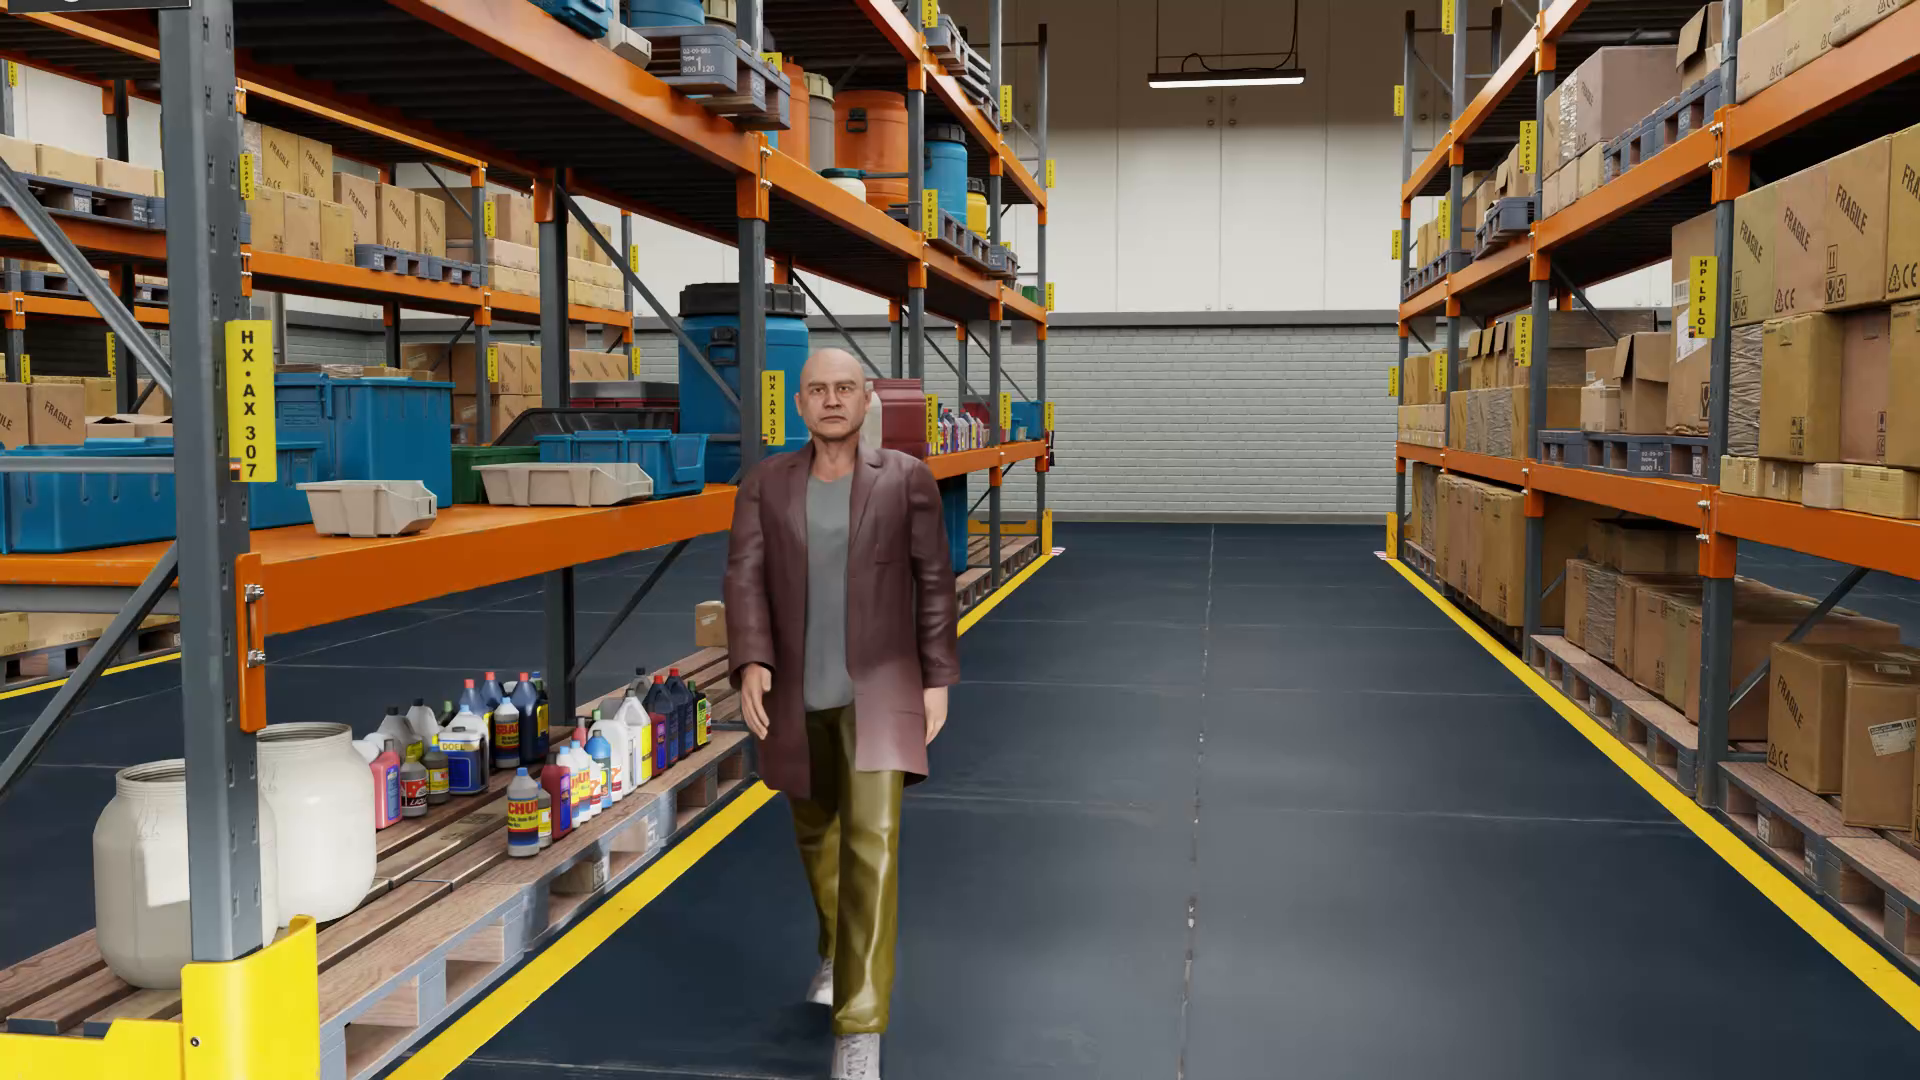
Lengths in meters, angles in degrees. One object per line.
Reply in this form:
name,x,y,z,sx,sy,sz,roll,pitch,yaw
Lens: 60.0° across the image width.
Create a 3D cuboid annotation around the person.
person,-0.341,0.425,3.946,0.565,1.744,1.014,1,4,11
